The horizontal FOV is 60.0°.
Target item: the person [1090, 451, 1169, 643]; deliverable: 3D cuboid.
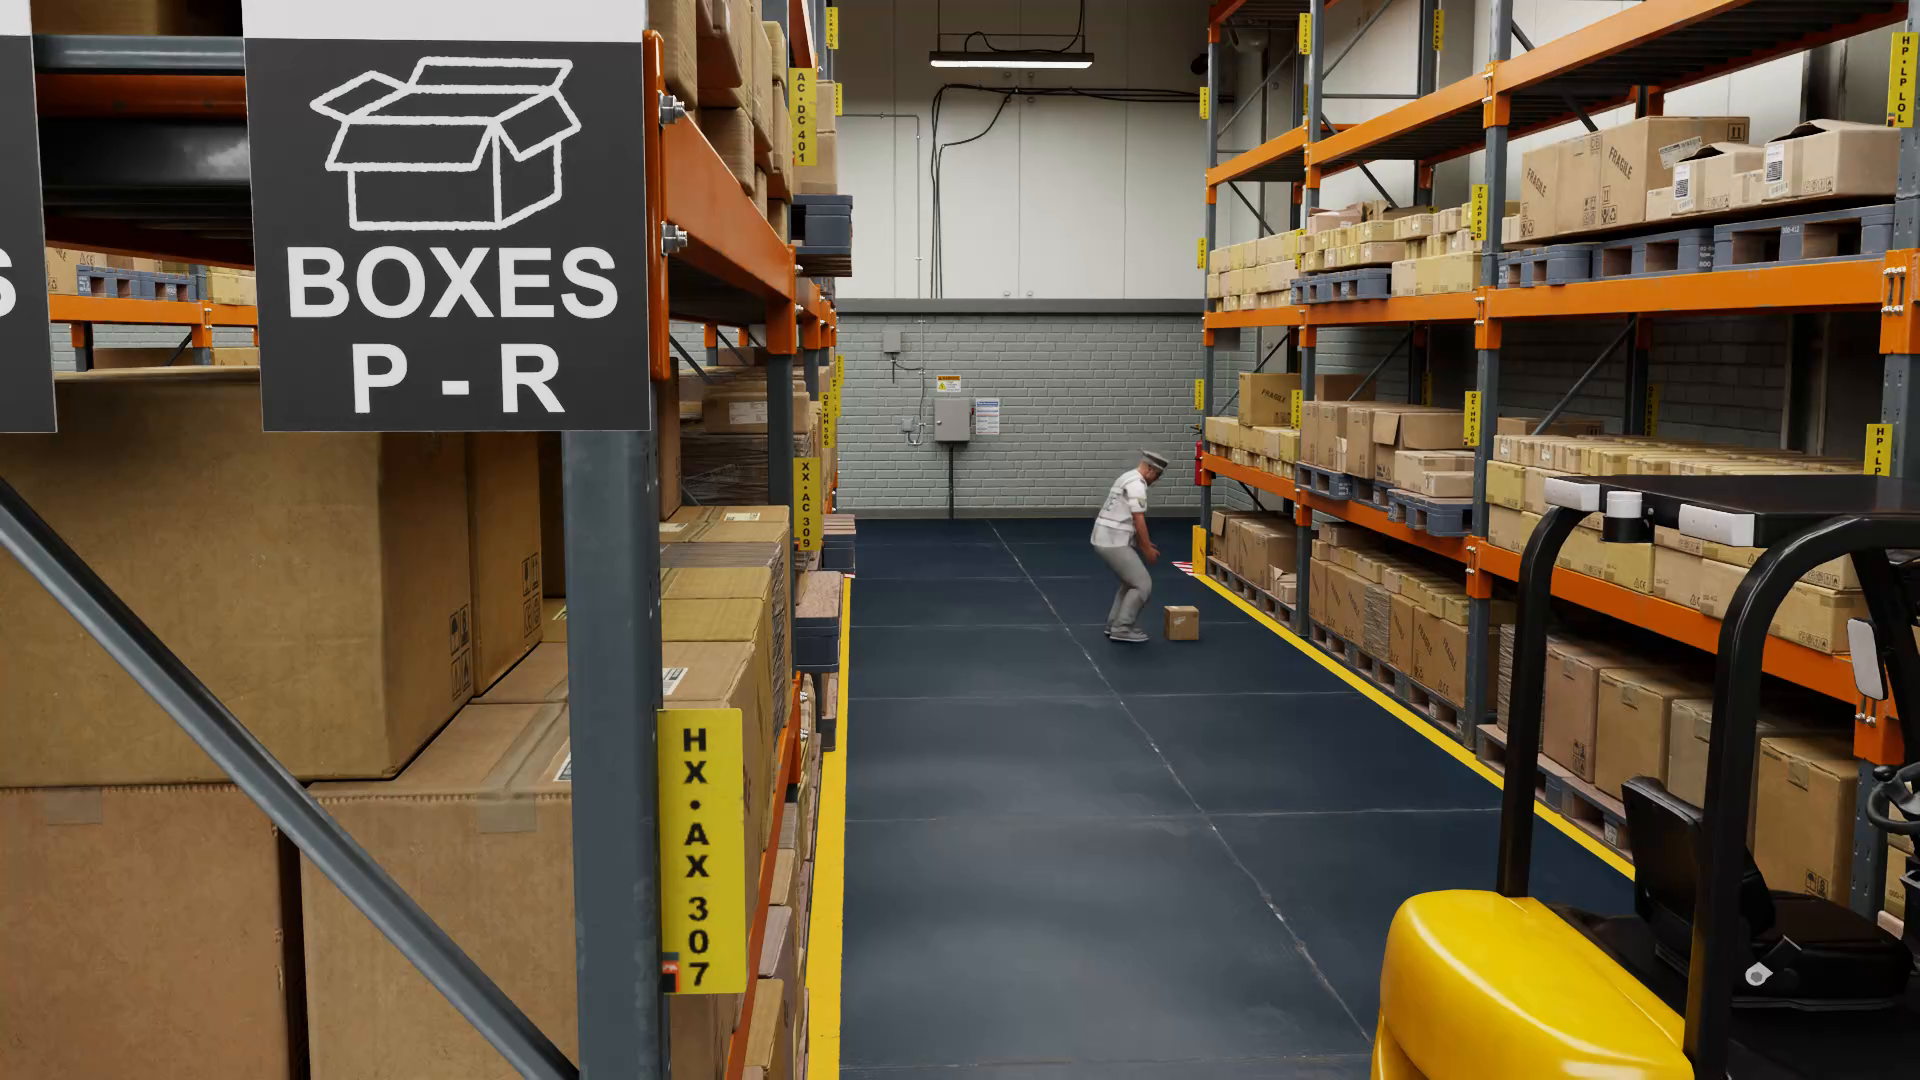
[{"bbox_3d":[1.435,0.045,14.056,0.657,1.594,0.581,0,7,-3],"label":"person"}]
